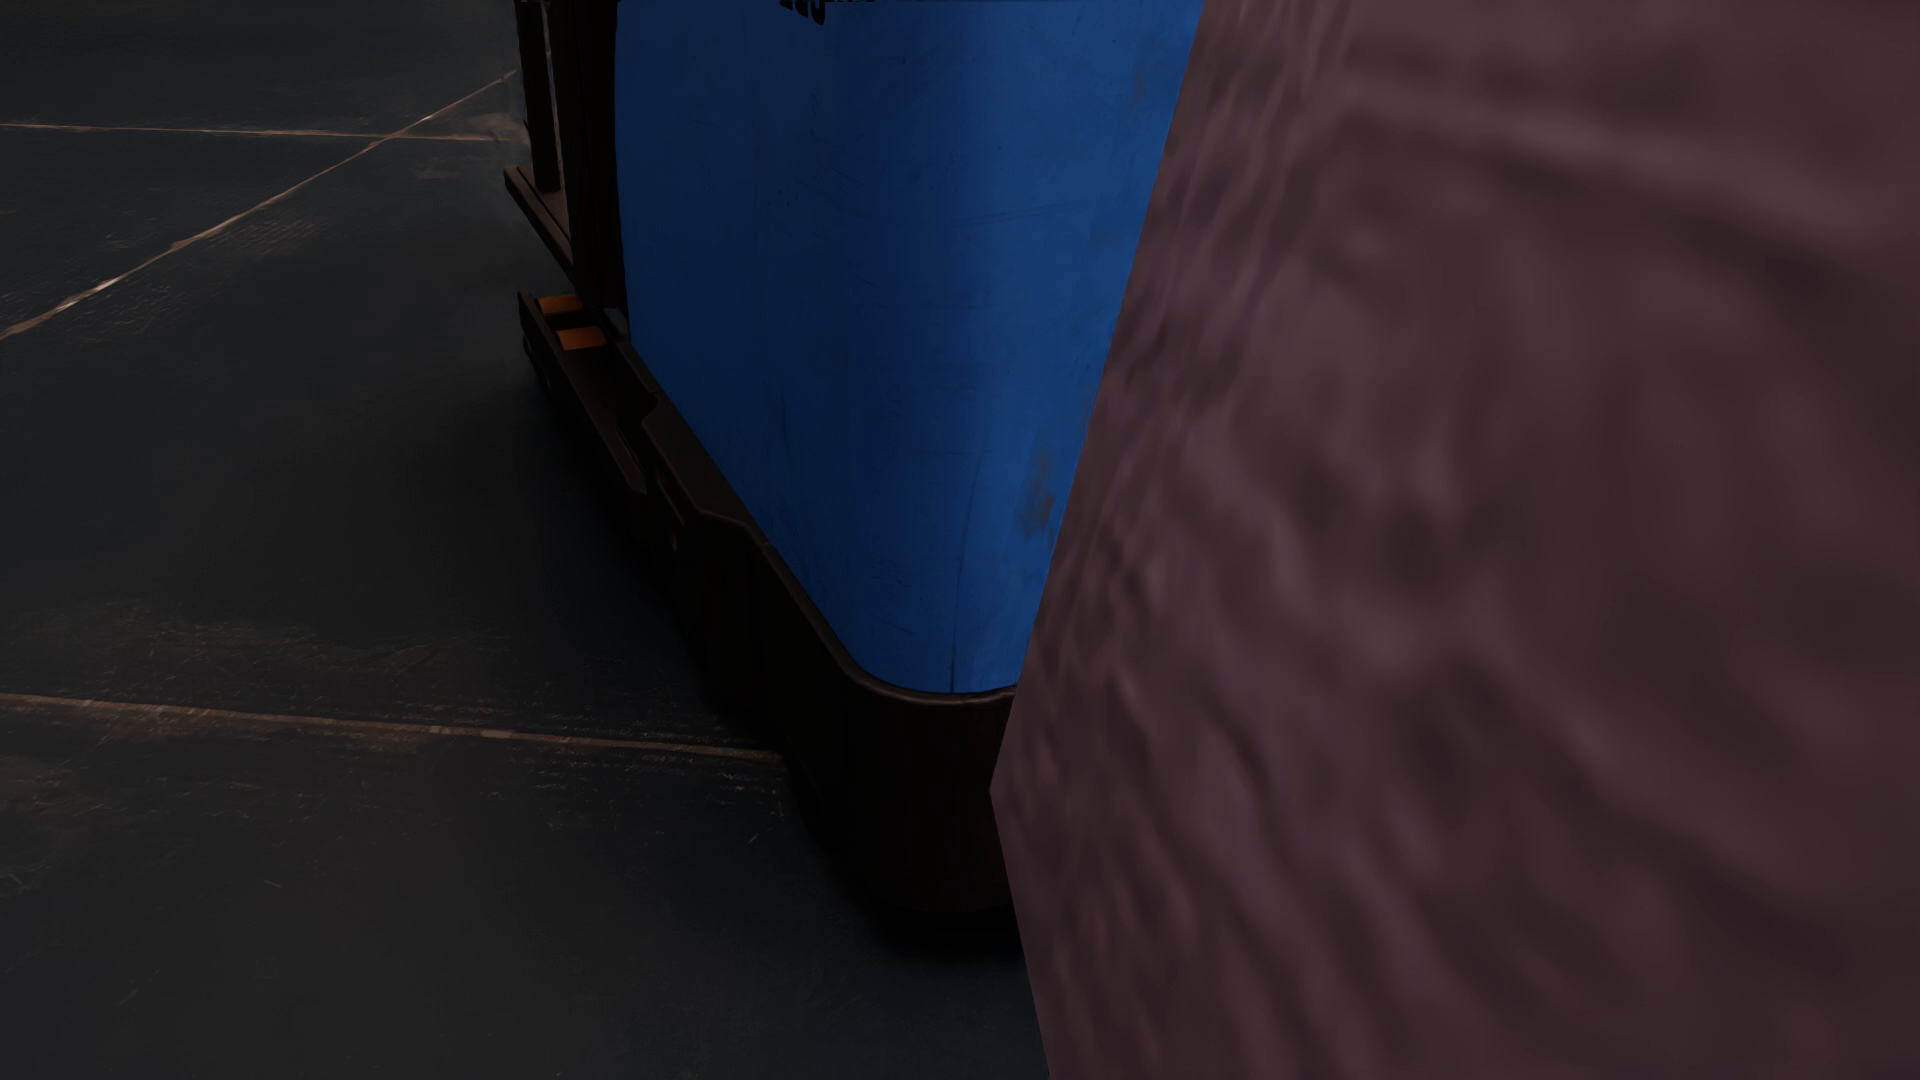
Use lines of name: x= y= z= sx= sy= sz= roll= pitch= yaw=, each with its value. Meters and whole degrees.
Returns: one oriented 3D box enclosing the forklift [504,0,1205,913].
forklift: x=-0.167 y=-1.584 z=2.392 sx=1.130 sy=2.935 sz=3.031 roll=-11 pitch=28 yaw=-20
